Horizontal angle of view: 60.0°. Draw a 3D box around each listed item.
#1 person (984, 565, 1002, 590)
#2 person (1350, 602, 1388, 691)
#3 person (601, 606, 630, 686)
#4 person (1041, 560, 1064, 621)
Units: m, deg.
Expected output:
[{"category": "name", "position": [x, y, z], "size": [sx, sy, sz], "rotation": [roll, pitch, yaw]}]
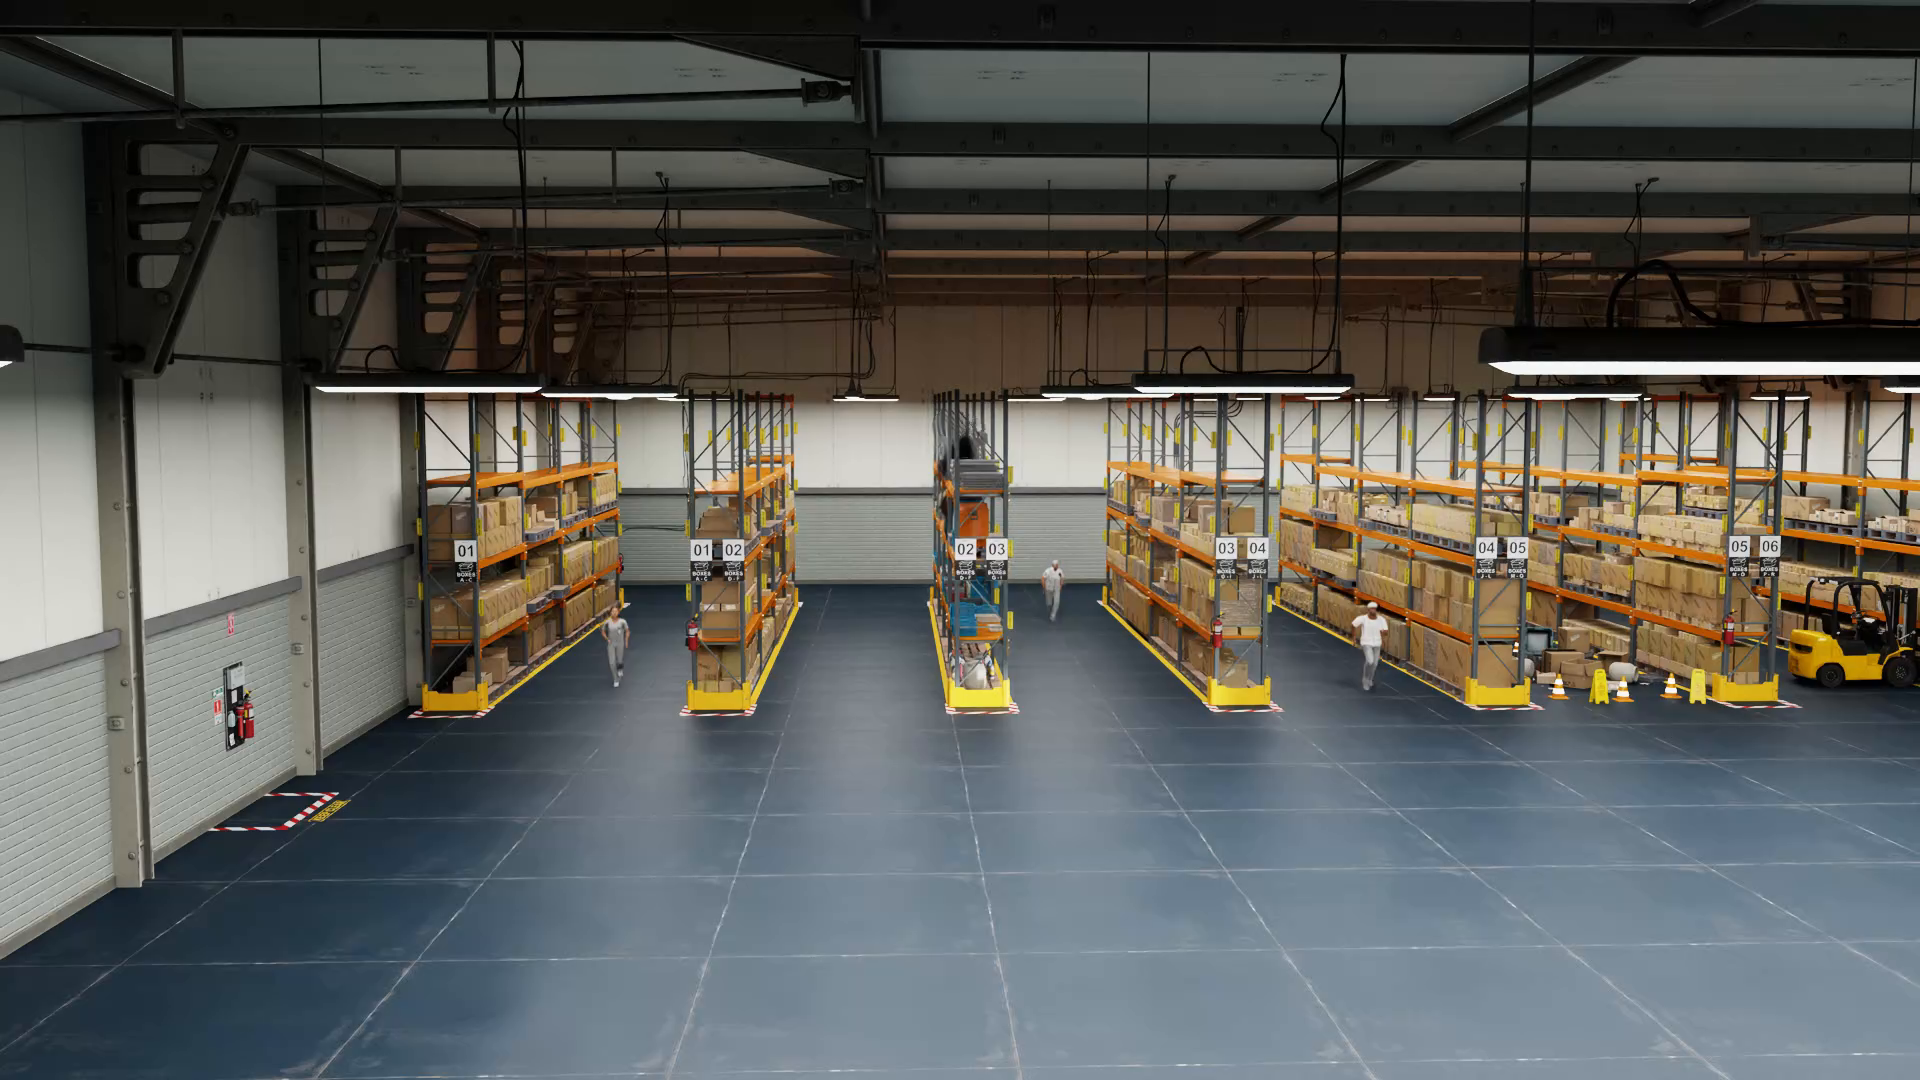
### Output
[{"category": "person", "position": [0.892, 0.951, 48.105], "size": [0.594, 1.788, 0.699], "rotation": [2, 5, 28]}, {"category": "person", "position": [8.242, 2.130, 33.318], "size": [0.673, 1.794, 0.726], "rotation": [-1, 5, -8]}, {"category": "person", "position": [-7.021, 2.154, 33.918], "size": [0.565, 1.630, 0.572], "rotation": [-1, 5, -9]}, {"category": "person", "position": [2.465, 1.338, 44.226], "size": [0.627, 1.644, 0.726], "rotation": [-1, 5, -10]}]
